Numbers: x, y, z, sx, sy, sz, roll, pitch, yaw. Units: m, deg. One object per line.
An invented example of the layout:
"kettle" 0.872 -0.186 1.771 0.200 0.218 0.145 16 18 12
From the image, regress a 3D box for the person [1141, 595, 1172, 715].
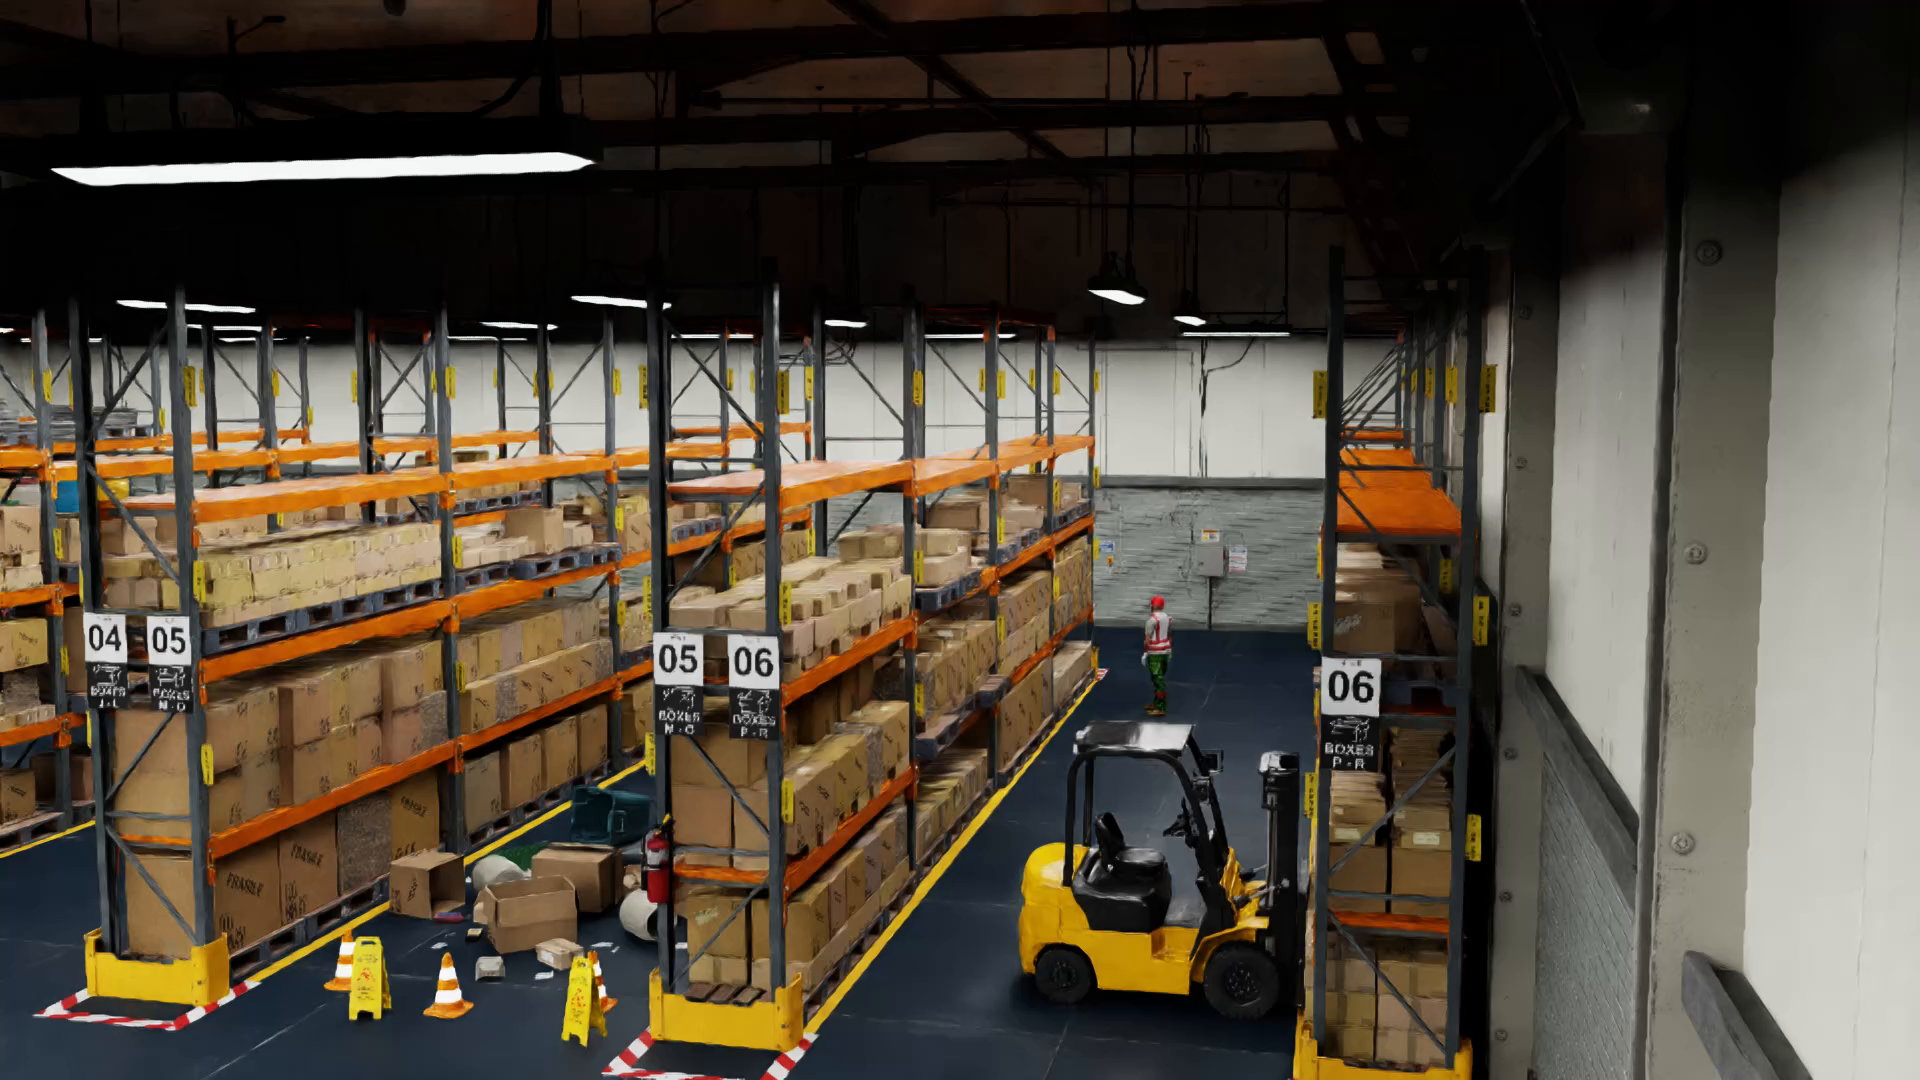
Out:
"person" 2.966 1.717 25.191 0.570 1.786 0.653 5 8 40
